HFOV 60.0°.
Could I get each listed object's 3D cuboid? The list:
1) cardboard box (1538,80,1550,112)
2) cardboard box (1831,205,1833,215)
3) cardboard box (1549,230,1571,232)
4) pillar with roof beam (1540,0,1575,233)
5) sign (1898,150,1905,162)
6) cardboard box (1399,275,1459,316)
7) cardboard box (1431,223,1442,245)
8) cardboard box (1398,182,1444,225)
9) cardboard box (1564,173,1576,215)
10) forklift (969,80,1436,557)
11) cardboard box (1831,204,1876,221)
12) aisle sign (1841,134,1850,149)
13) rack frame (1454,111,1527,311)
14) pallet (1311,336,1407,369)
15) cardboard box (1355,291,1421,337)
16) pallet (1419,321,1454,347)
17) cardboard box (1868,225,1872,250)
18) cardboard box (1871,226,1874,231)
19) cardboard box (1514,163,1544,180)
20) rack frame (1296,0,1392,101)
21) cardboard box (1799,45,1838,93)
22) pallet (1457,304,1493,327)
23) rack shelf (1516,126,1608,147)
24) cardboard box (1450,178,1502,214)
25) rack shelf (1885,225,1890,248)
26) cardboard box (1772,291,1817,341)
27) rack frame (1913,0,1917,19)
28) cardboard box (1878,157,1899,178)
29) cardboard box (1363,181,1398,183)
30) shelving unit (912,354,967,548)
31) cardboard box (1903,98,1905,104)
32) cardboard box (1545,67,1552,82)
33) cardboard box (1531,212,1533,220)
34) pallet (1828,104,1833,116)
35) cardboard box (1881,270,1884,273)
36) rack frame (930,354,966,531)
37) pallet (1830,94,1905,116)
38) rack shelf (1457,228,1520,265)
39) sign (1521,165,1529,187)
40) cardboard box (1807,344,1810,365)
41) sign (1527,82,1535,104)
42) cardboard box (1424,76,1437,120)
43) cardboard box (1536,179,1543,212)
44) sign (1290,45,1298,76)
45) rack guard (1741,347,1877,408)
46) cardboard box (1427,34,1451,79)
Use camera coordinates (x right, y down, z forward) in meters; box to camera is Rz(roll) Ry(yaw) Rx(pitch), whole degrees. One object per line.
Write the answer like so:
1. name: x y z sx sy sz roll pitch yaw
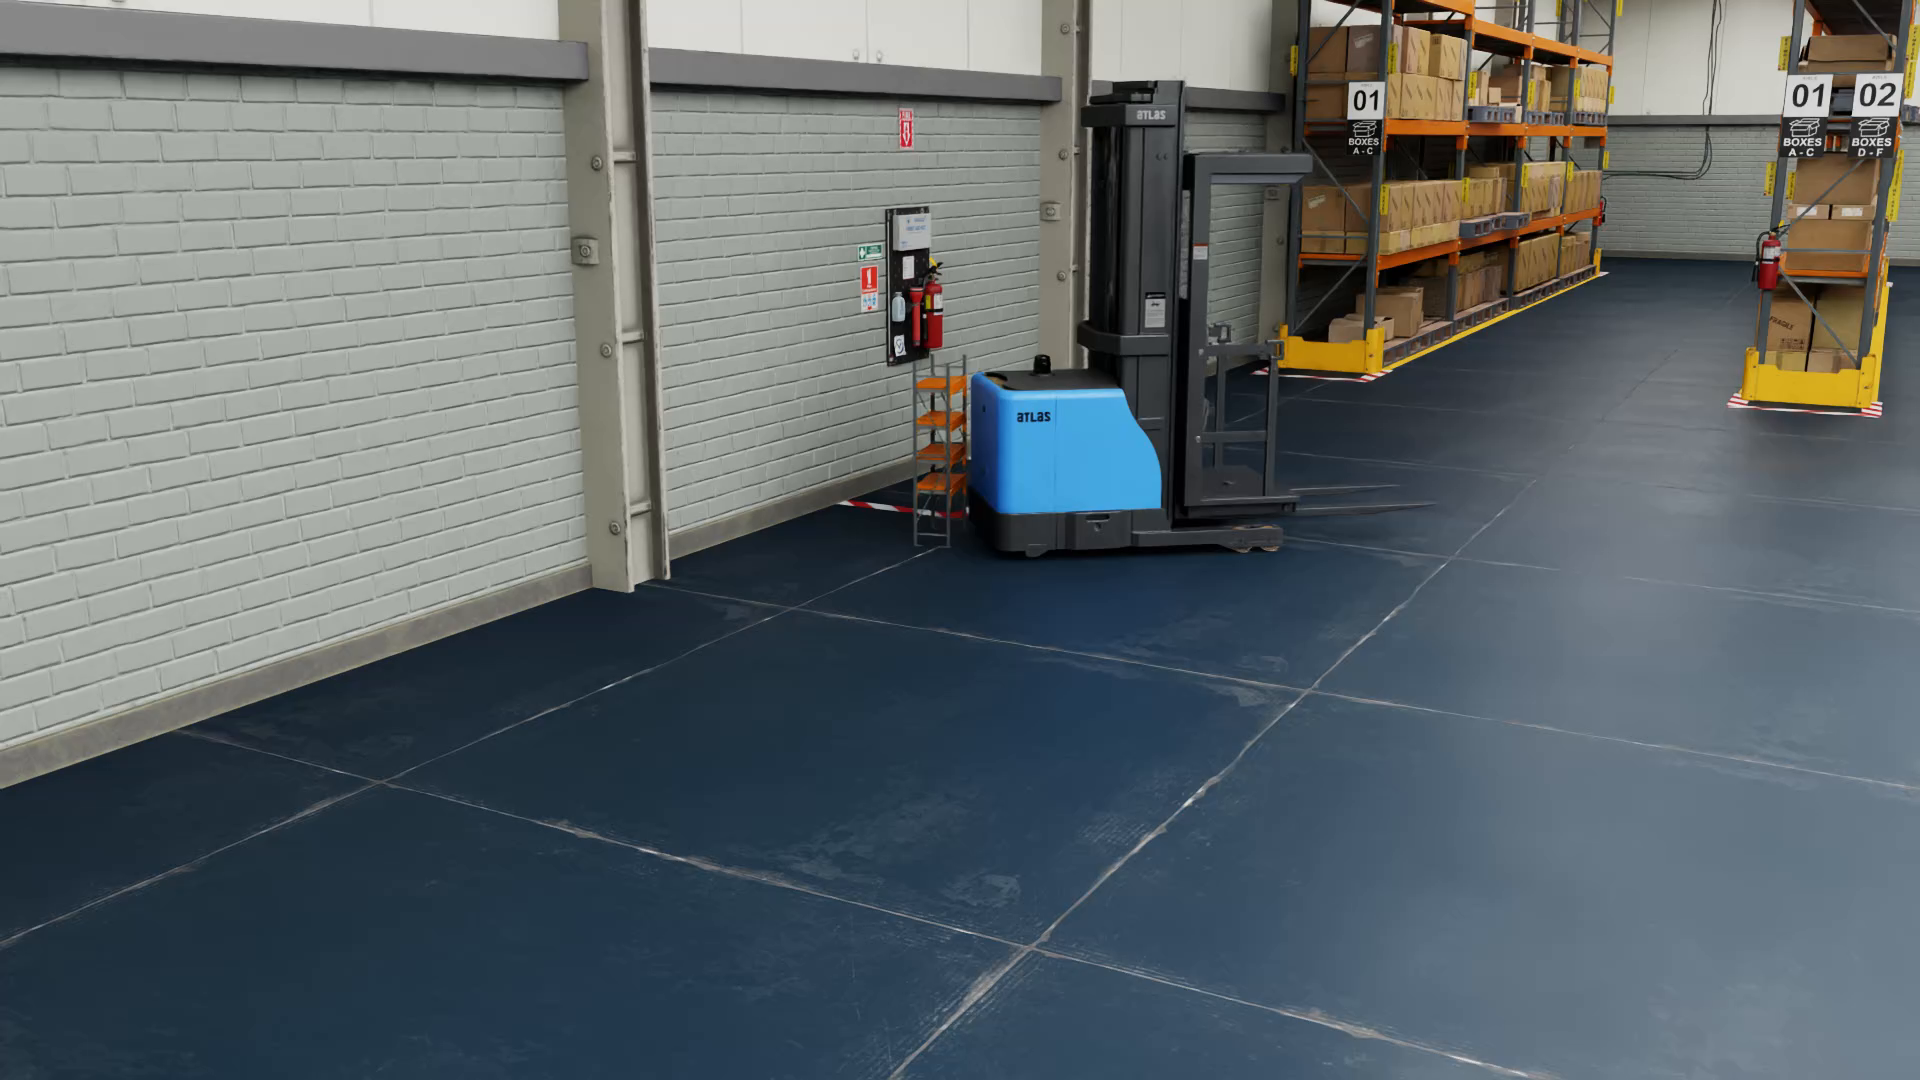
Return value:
1. cardboard box: 9.306 -7.320 27.442 0.700 0.500 0.500 7 15 27
2. cardboard box: 8.967 -3.488 17.503 0.380 0.149 0.250 8 16 29
3. cardboard box: 11.608 -5.907 32.188 0.380 0.149 0.250 7 15 28
4. pillar with roof beam: 16.290 -9.790 32.440 9.100 9.000 0.400 7 15 28
5. sign: 16.788 -6.798 29.687 0.100 0.325 0.005 7 15 28
6. cardboard box: 6.513 -3.399 23.126 0.700 0.500 0.500 8 16 30
7. cardboard box: 5.731 -3.846 20.865 0.500 0.250 0.500 7 15 28
8. cardboard box: 5.725 -4.211 20.779 0.500 0.500 0.500 7 15 26
9. cardboard box: 10.316 -6.144 29.477 0.980 0.700 0.700 8 16 29
10. forklift: 1.628 -1.462 10.843 3.031 2.935 1.130 -2 14 -10
11. cardboard box: 8.955 -3.286 16.666 0.380 0.149 0.250 7 15 28
12. aisle sign: 16.087 -7.460 30.029 0.394 0.787 0.004 7 15 28
13. rack frame: 8.106 -5.068 25.654 1.000 3.000 0.127 7 15 28
14. pallet: 4.699 -2.249 19.913 1.003 0.211 1.213 7 15 28
15. cardboard box: 5.326 -2.819 20.720 0.700 0.500 0.500 6 15 25
16. pallet: 5.878 -2.750 21.989 1.003 0.211 1.213 7 15 28
17. cardboard box: 10.301 -3.644 19.533 0.700 0.500 0.500 7 15 27
18. cardboard box: 12.251 -4.169 22.464 0.380 0.149 0.250 7 15 28
19. cardboard box: 9.048 -5.913 26.668 0.500 0.250 0.500 7 15 28
20. rack frame: 4.238 -6.343 18.143 1.000 3.000 0.127 7 15 28
21. cardboard box: 9.604 -5.144 18.154 0.797 0.503 0.637 9 16 34
22. pallet: 7.136 -3.303 24.283 1.003 0.211 1.213 7 15 28
23. rack shelf: 11.006 -7.407 30.493 1.077 0.370 4.000 7 15 28
24. cardboard box: 7.641 -5.115 24.698 0.700 0.500 0.500 6 15 23
25. rack shelf: 13.411 -4.568 25.116 1.077 0.370 4.000 7 15 28
26. cardboard box: 9.046 -2.449 18.161 0.500 0.500 0.500 7 15 28
27. rack frame: 14.378 -8.244 26.030 1.000 3.000 0.127 7 15 28
28. cardboard box: 14.852 -5.927 26.873 0.500 0.500 0.500 8 16 29
29. cardboard box: 5.263 -4.268 21.016 0.500 0.500 0.500 8 16 30
30. shelving unit: -0.130 -0.593 10.934 0.258 1.200 0.503 3 14 12
31. cardboard box: 15.322 -7.232 27.484 0.500 0.250 0.500 7 15 28
32. cardboard box: 10.173 -8.061 29.280 0.500 0.500 0.500 7 15 28
33. cardboard box: 9.065 -5.264 26.961 0.380 0.149 0.250 8 16 29
34. pallet: 10.925 -5.234 20.353 0.805 0.209 1.217 7 15 26
35. cardboard box: 13.162 -3.675 24.272 0.500 0.500 0.500 7 15 26
36. rack frame: -0.078 -0.649 11.166 0.240 1.200 0.015 3 14 12
37. pallet: 10.121 -4.924 18.846 1.003 0.211 1.213 7 15 28
38. rack shelf: 7.139 -4.308 24.037 1.077 0.370 4.000 7 15 28
39. sign: 8.585 -5.533 25.281 0.100 0.325 0.005 7 15 28
40. cardboard box: 8.808 -1.981 17.821 0.500 0.250 0.500 7 15 28
41. sign: 8.580 -6.715 24.985 0.100 0.325 0.005 7 15 28
42. cardboard box: 5.398 -5.309 19.998 0.500 0.500 0.500 8 16 31
43. cardboard box: 9.067 -5.549 26.762 0.500 0.500 0.500 7 15 28
44. sign: 3.762 -5.382 18.669 0.100 0.325 0.005 7 15 28
45. rack guard: 8.565 -1.646 16.794 1.175 0.500 0.348 7 15 28
46. cardboard box: 5.668 -5.894 20.293 0.500 0.500 0.500 7 15 26
